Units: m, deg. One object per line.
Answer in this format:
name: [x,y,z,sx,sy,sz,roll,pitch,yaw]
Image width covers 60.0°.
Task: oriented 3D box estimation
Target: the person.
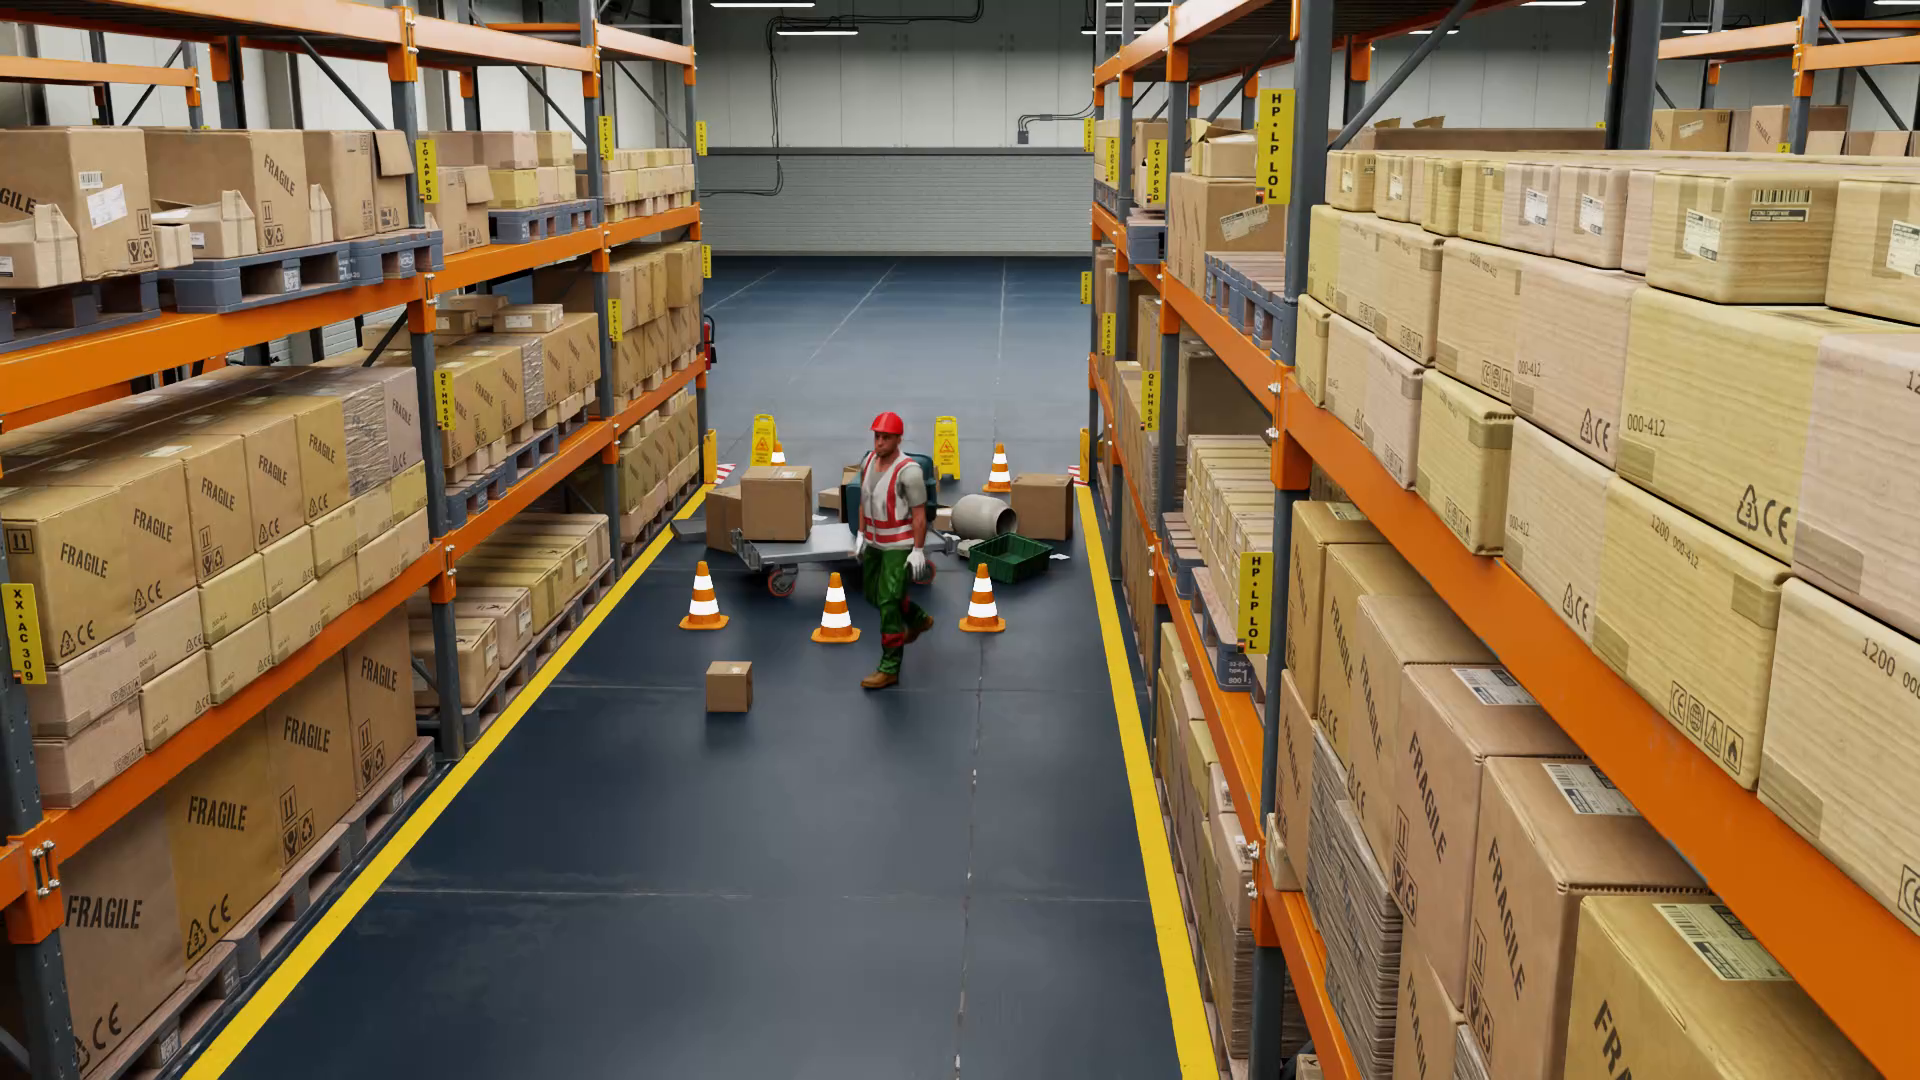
person: [-0.410,0.018,10.850,0.803,1.776,0.617,-12,18,-39]
